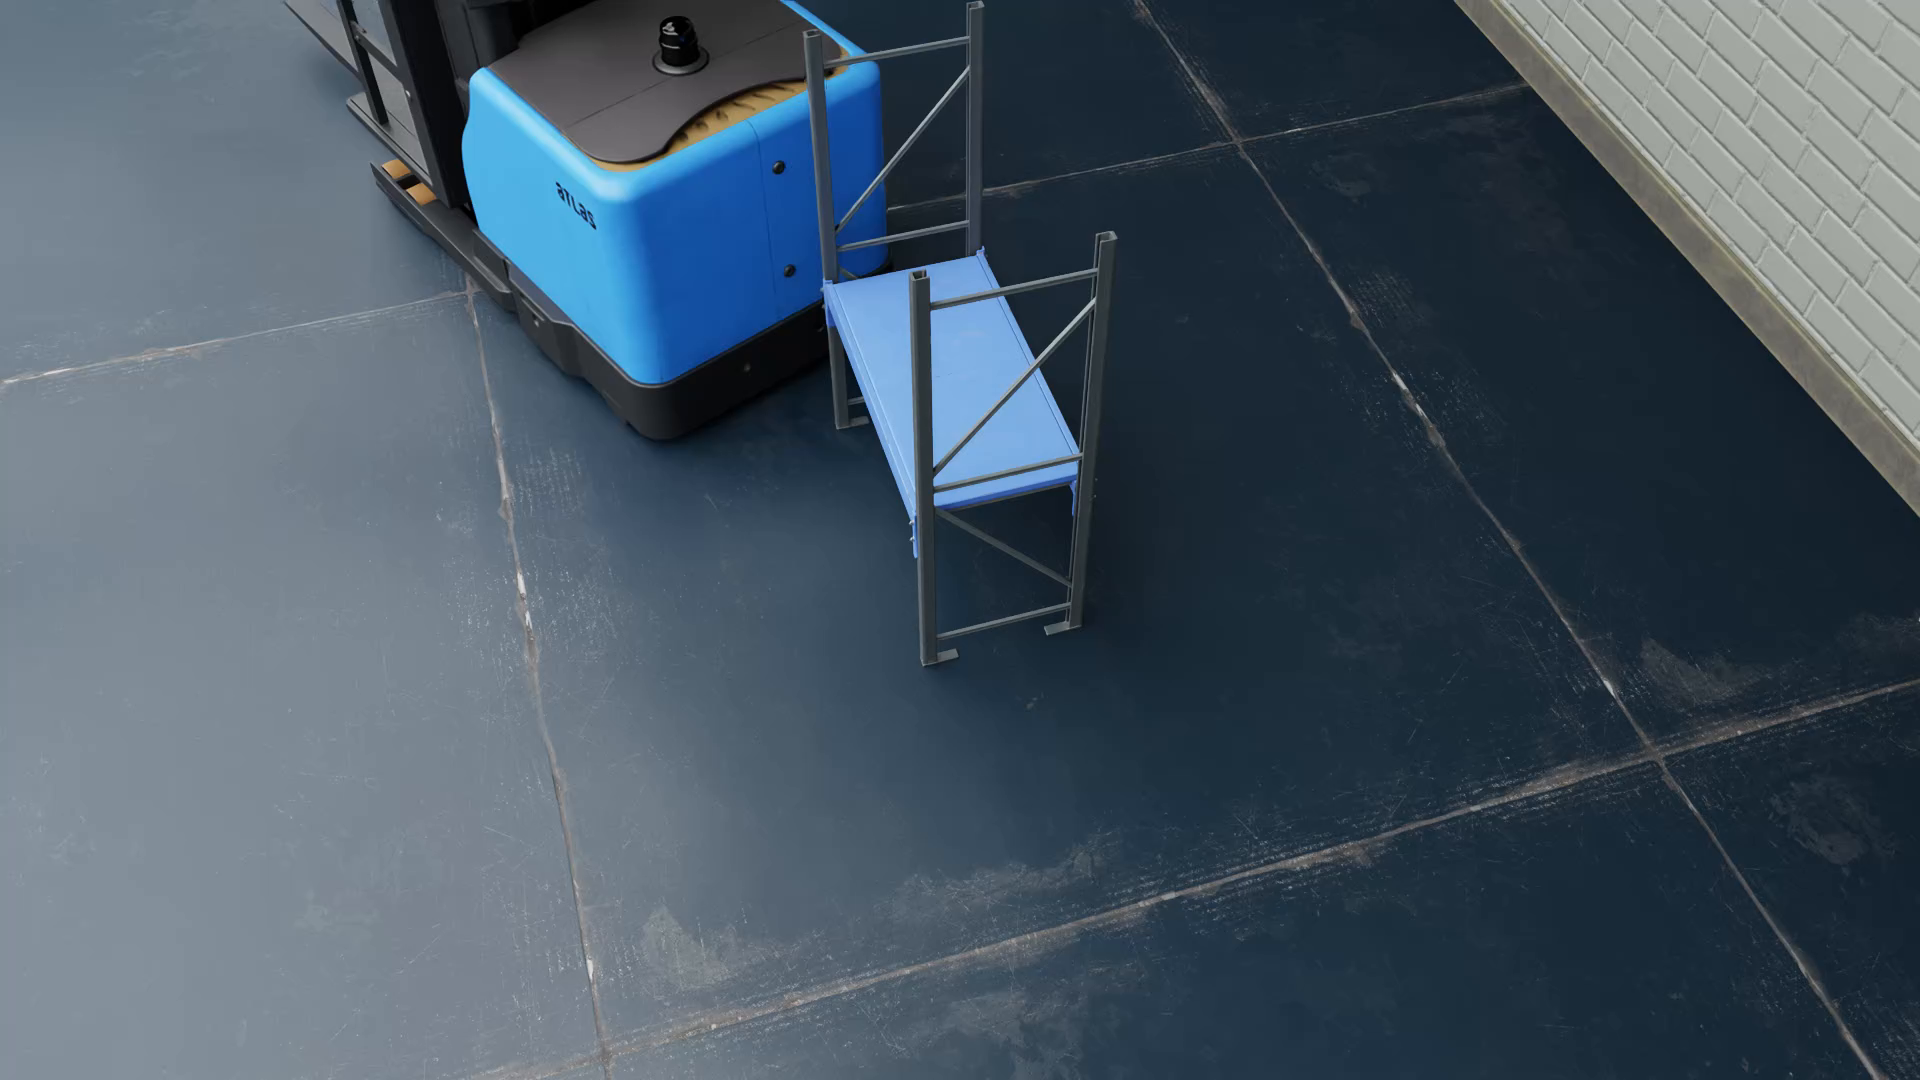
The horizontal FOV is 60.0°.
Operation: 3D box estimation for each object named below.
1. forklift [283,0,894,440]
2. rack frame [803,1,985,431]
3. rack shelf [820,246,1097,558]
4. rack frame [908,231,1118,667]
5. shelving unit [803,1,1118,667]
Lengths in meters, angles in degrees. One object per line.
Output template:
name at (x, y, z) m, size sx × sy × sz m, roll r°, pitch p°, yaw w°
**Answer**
forklift at (-1.563, -2.334, 5.301) m, size 1.130 × 2.935 × 3.031 m, roll -33°, pitch 57°, yaw -25°
rack frame at (-0.176, -0.917, 5.042) m, size 0.500 × 1.500 × 0.032 m, roll -13°, pitch 51°, yaw -11°
rack shelf at (-0.025, -0.430, 4.867) m, size 0.538 × 0.185 × 1.000 m, roll -13°, pitch 51°, yaw -11°
rack frame at (0.125, -0.174, 4.416) m, size 0.500 × 1.500 × 0.032 m, roll -13°, pitch 51°, yaw -11°
shelving unit at (-0.025, -0.546, 4.729) m, size 0.538 × 1.500 × 1.048 m, roll -13°, pitch 51°, yaw -11°
